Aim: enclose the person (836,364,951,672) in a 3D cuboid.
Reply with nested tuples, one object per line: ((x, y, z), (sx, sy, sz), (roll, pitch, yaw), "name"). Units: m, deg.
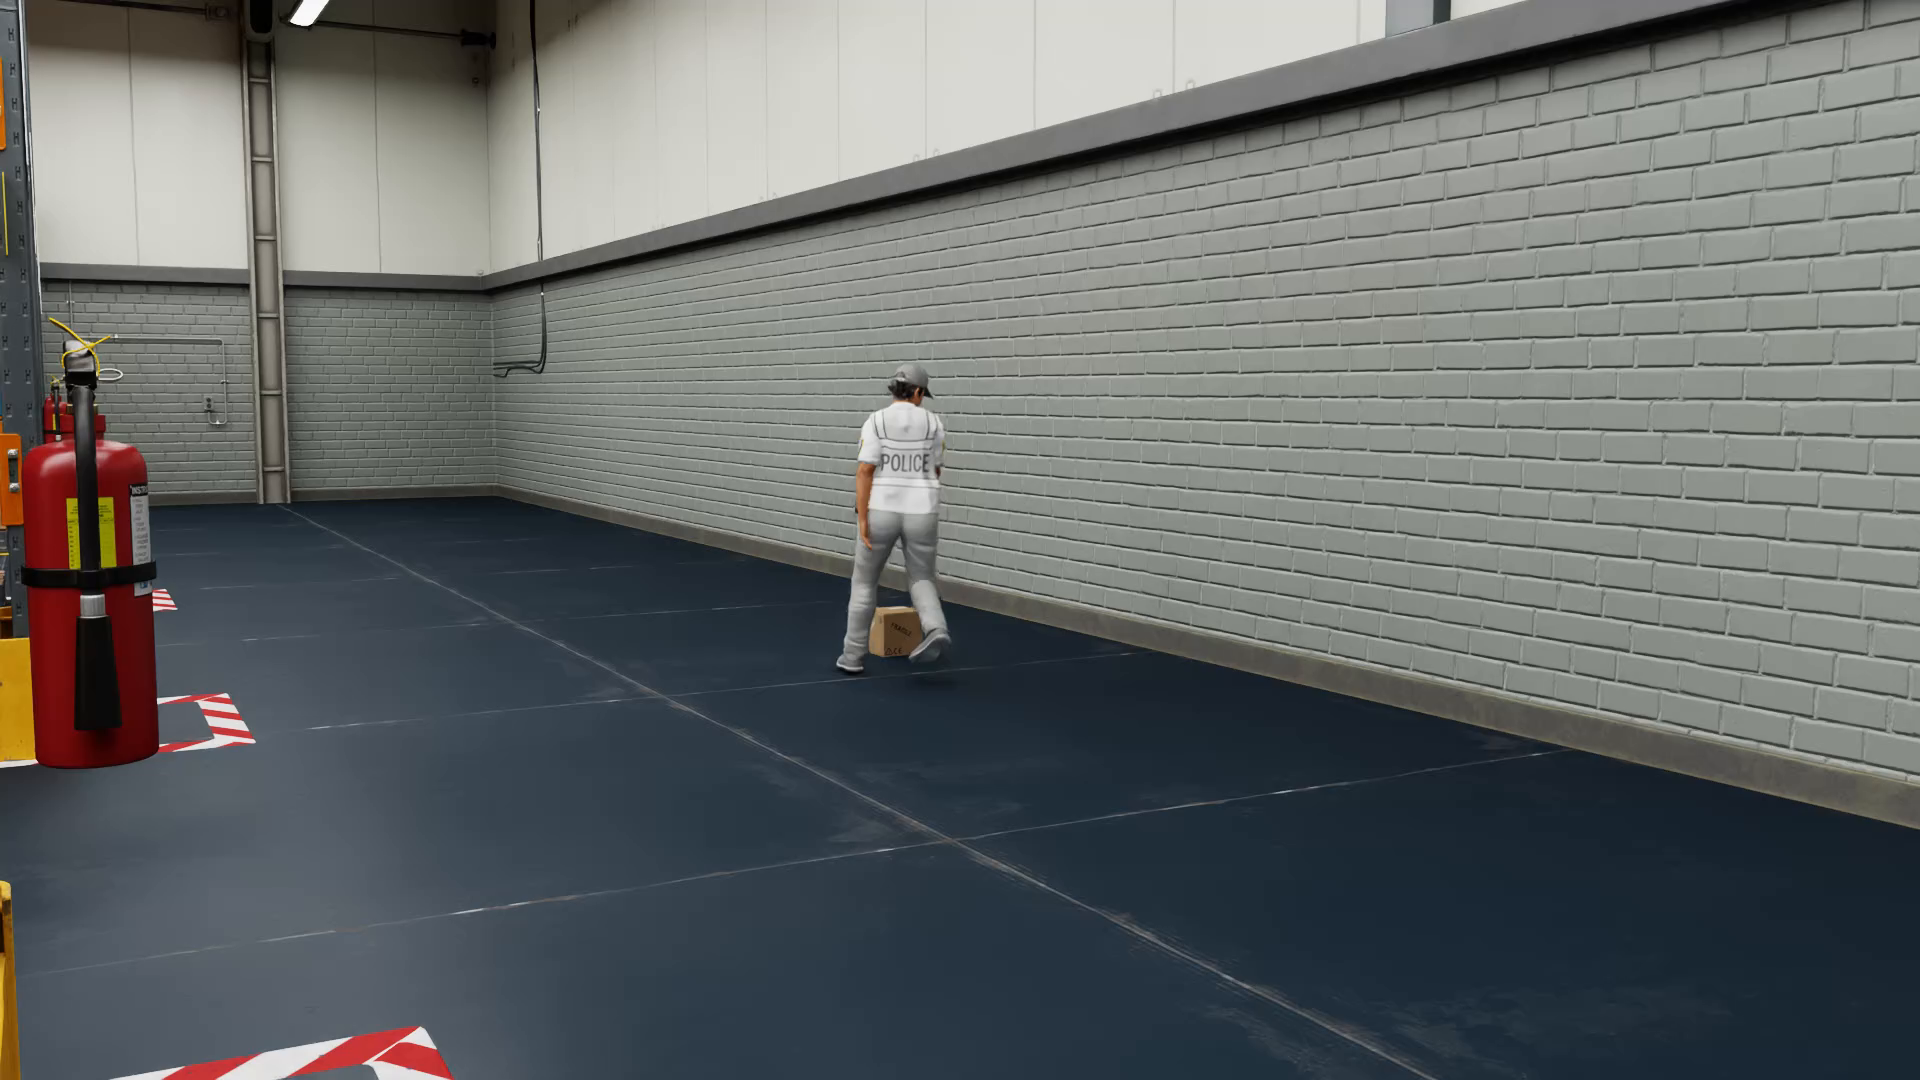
((-0.345, -0.105, 8.714), (0.550, 1.627, 0.691), (-1, 5, -12), "person")
